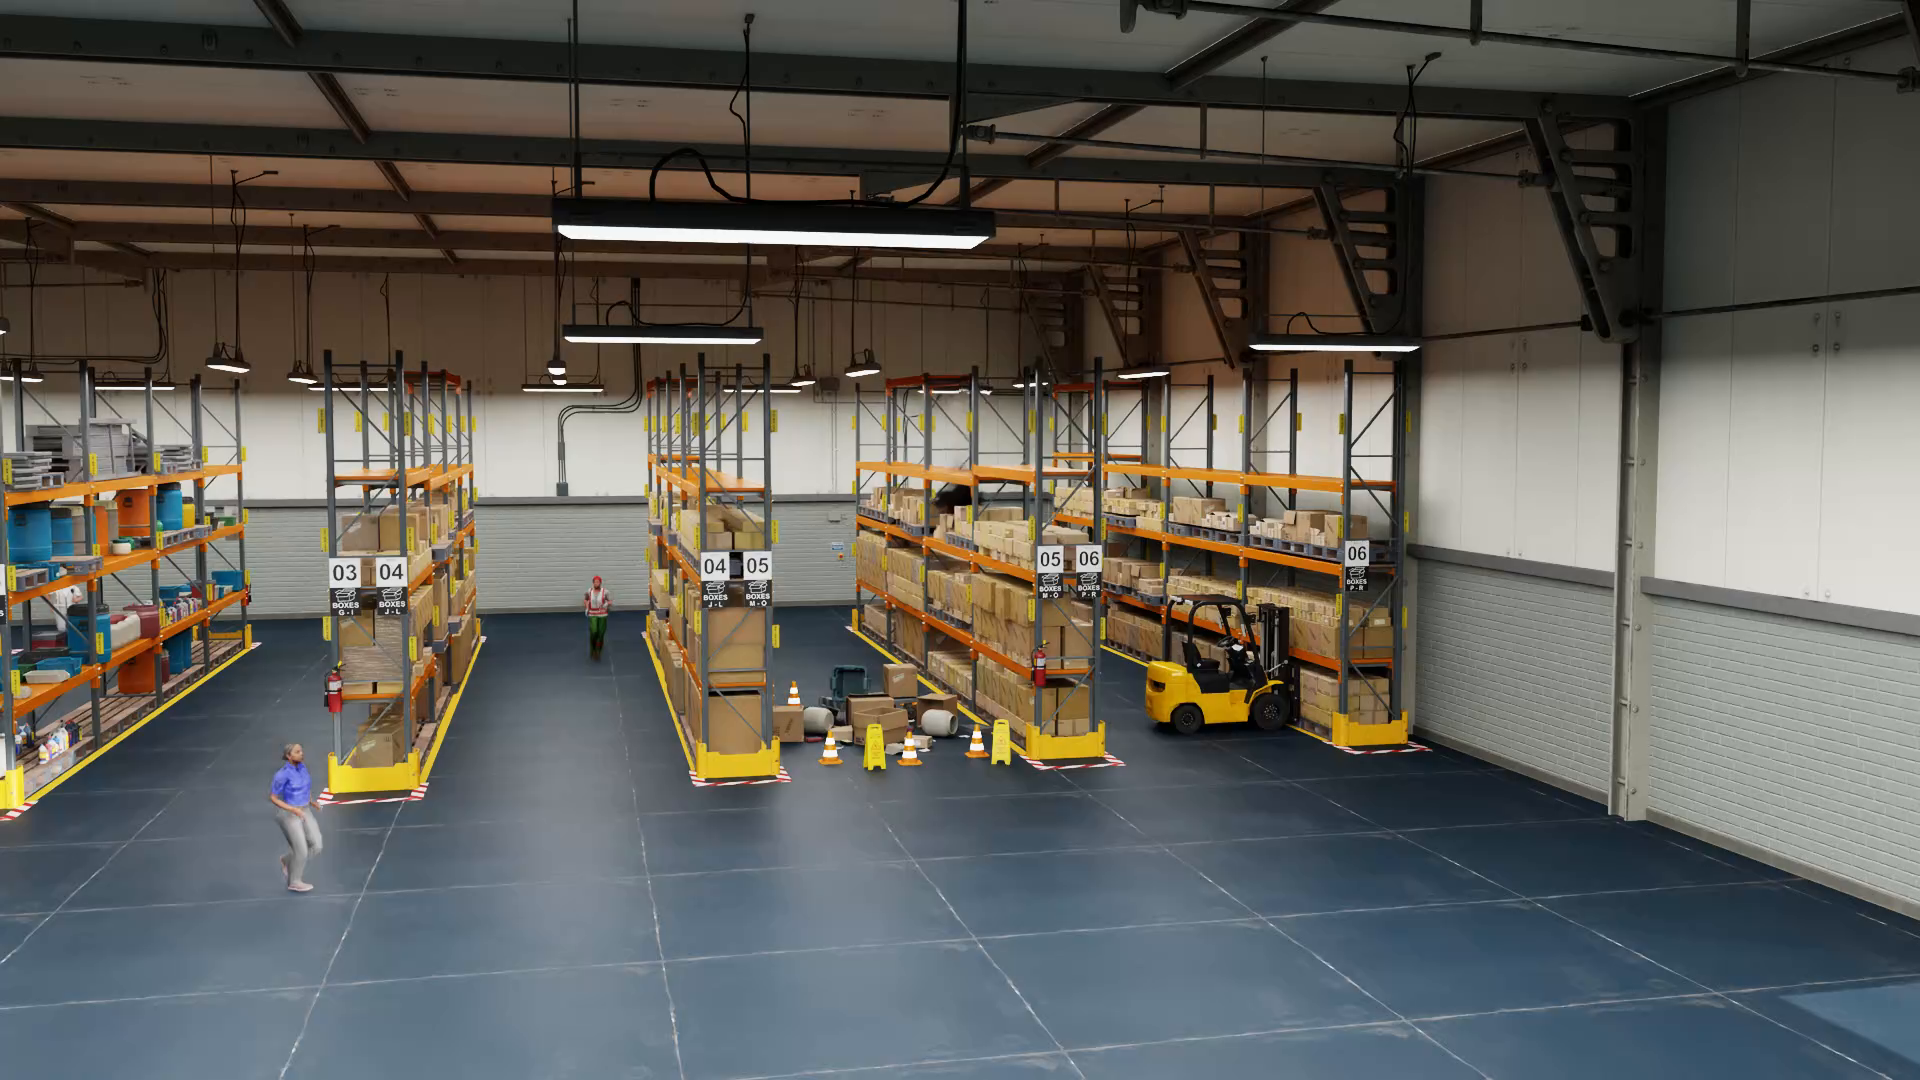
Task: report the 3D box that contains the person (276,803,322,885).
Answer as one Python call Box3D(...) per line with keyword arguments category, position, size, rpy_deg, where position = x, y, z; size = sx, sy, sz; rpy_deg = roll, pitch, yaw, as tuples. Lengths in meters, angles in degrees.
Box3D(category="person", position=(-7.117, 3.242, 17.821), size=(0.464, 0.907, 0.377), rpy_deg=(1, 4, 18))

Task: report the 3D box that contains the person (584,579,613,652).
Box3D(category="person", position=(-7.706, 1.625, 35.439), size=(0.620, 1.638, 0.705), rpy_deg=(-1, 4, -10))

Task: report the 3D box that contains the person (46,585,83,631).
Box3D(category="person", position=(-19.563, 1.531, 36.373), size=(0.671, 1.590, 0.777), rpy_deg=(-3, 5, -39))
